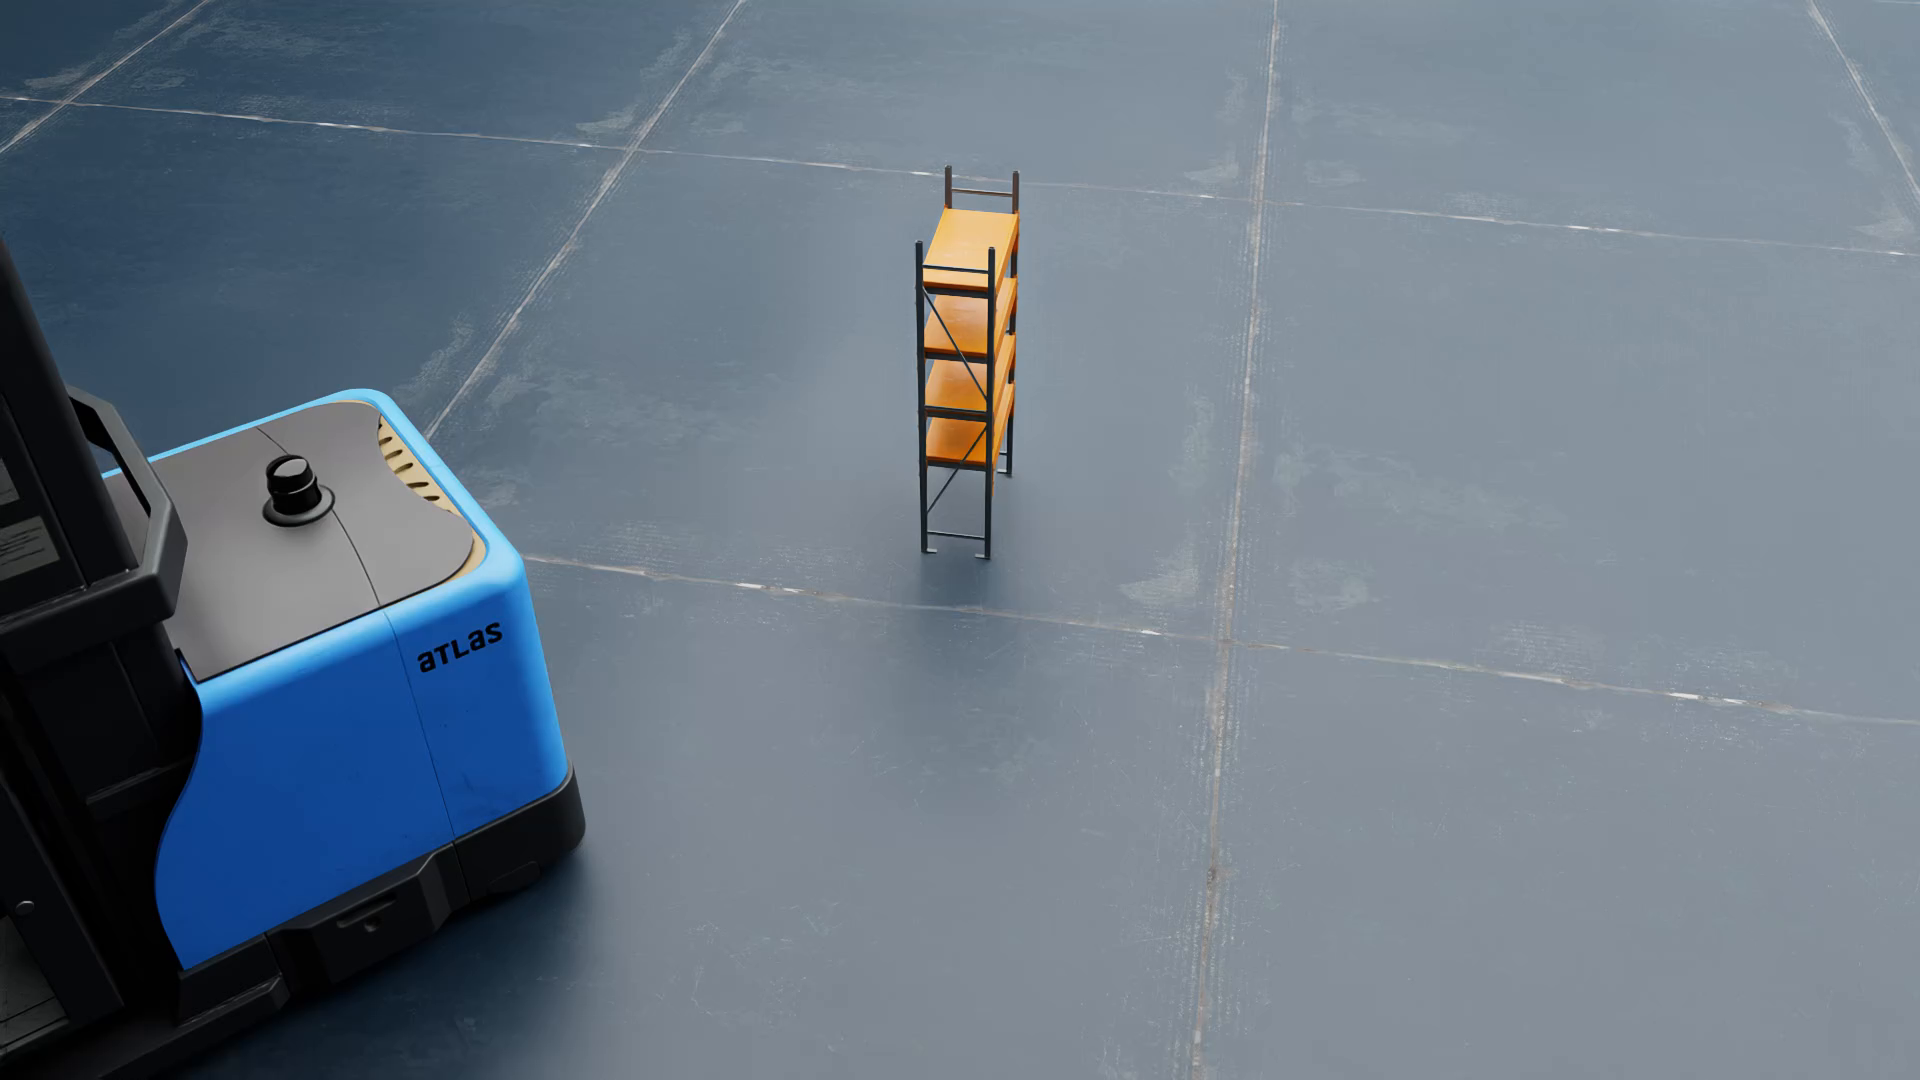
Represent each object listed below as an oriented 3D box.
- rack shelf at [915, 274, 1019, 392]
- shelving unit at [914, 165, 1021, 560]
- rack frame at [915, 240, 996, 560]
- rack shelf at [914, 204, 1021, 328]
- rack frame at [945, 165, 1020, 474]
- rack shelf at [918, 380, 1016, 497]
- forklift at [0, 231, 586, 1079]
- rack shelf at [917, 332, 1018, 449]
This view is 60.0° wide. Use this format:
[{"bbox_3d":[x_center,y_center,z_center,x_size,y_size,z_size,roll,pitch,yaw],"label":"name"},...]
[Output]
[{"bbox_3d":[0.029,-0.687,5.394,0.258,0.148,0.480,6,40,8],"label":"rack shelf"},{"bbox_3d":[0.029,-0.566,5.493,0.258,1.200,0.503,6,40,8],"label":"shelving unit"},{"bbox_3d":[-0.014,-0.413,5.308,0.240,1.200,0.015,6,40,8],"label":"rack frame"},{"bbox_3d":[0.029,-0.869,5.243,0.258,0.148,0.480,6,40,8],"label":"rack shelf"},{"bbox_3d":[0.071,-0.719,5.679,0.240,1.200,0.015,6,40,8],"label":"rack frame"},{"bbox_3d":[0.029,-0.361,5.663,0.258,0.148,0.480,6,40,8],"label":"rack shelf"},{"bbox_3d":[-2.537,0.057,3.380,3.031,2.935,1.130,-25,46,-27],"label":"forklift"},{"bbox_3d":[0.029,-0.514,5.536,0.258,0.148,0.480,6,40,8],"label":"rack shelf"}]
